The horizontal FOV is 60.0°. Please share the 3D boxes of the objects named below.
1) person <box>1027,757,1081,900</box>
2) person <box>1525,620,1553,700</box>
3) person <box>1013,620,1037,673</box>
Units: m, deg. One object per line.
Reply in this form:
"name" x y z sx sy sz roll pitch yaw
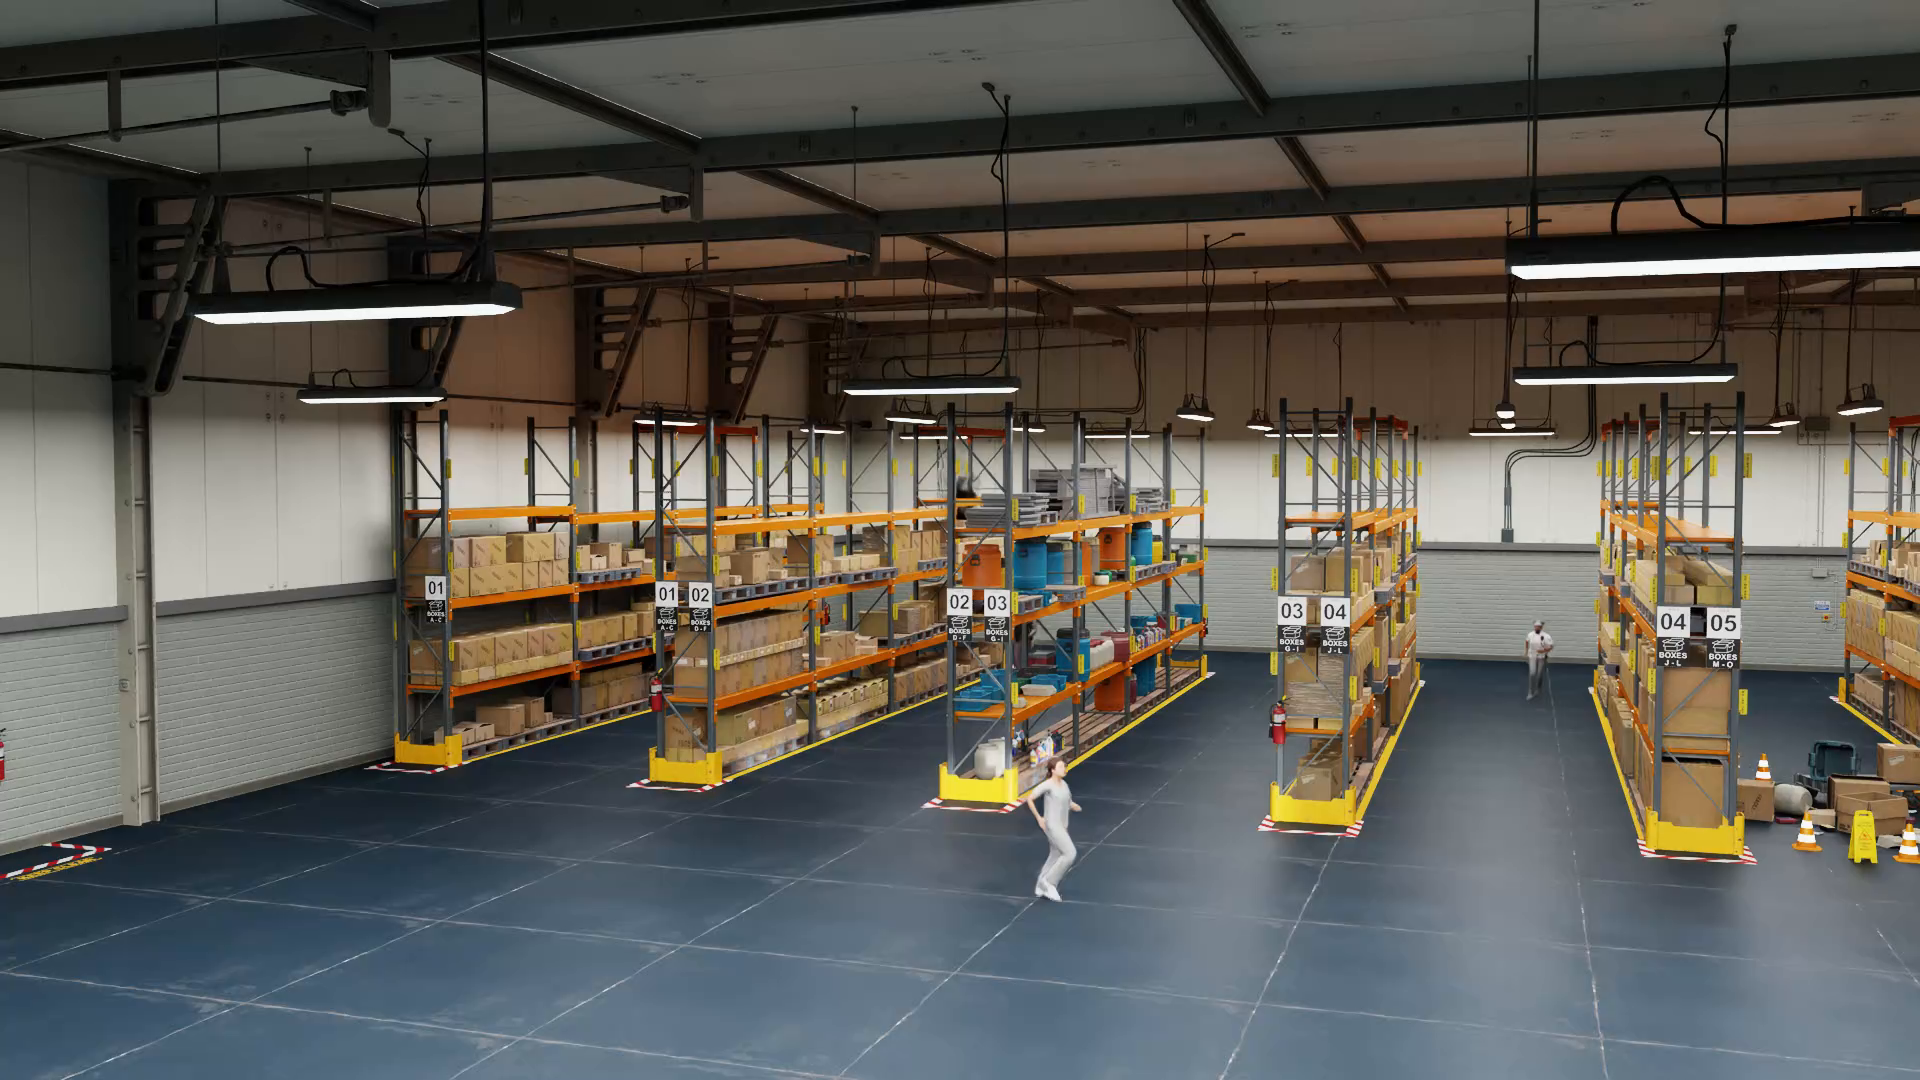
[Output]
"person" 1.136 3.333 19.244 0.613 1.639 0.552 2 3 33
"person" 12.617 2.589 36.220 0.588 1.720 0.870 1 3 24
"person" 1.448 2.364 38.361 0.662 1.709 0.801 1 3 21
